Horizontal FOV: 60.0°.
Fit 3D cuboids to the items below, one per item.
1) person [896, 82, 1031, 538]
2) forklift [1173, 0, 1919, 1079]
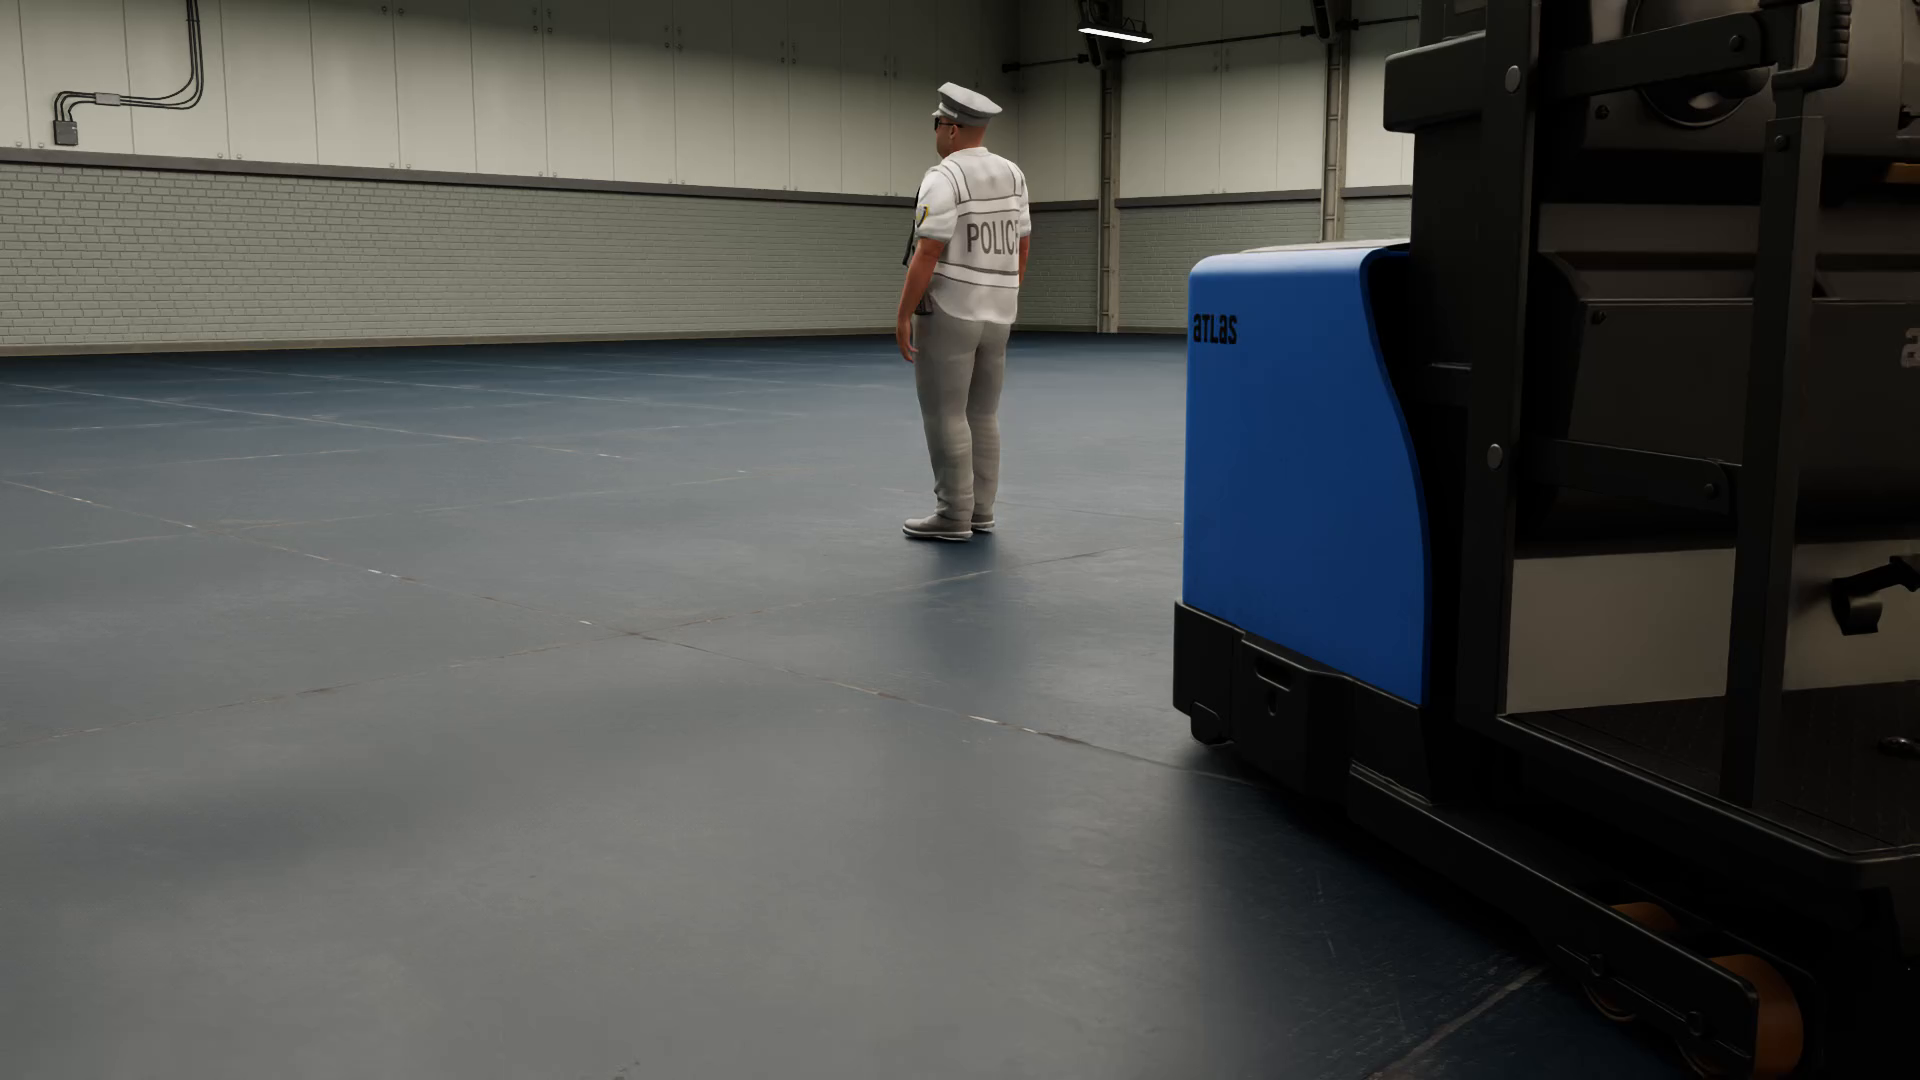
[{"bbox_3d":[-0.048,-0.899,6.645,0.574,1.781,0.641,8,12,43],"label":"person"},{"bbox_3d":[1.389,-0.821,2.323,1.130,2.935,3.031,-3,9,-16],"label":"forklift"}]
